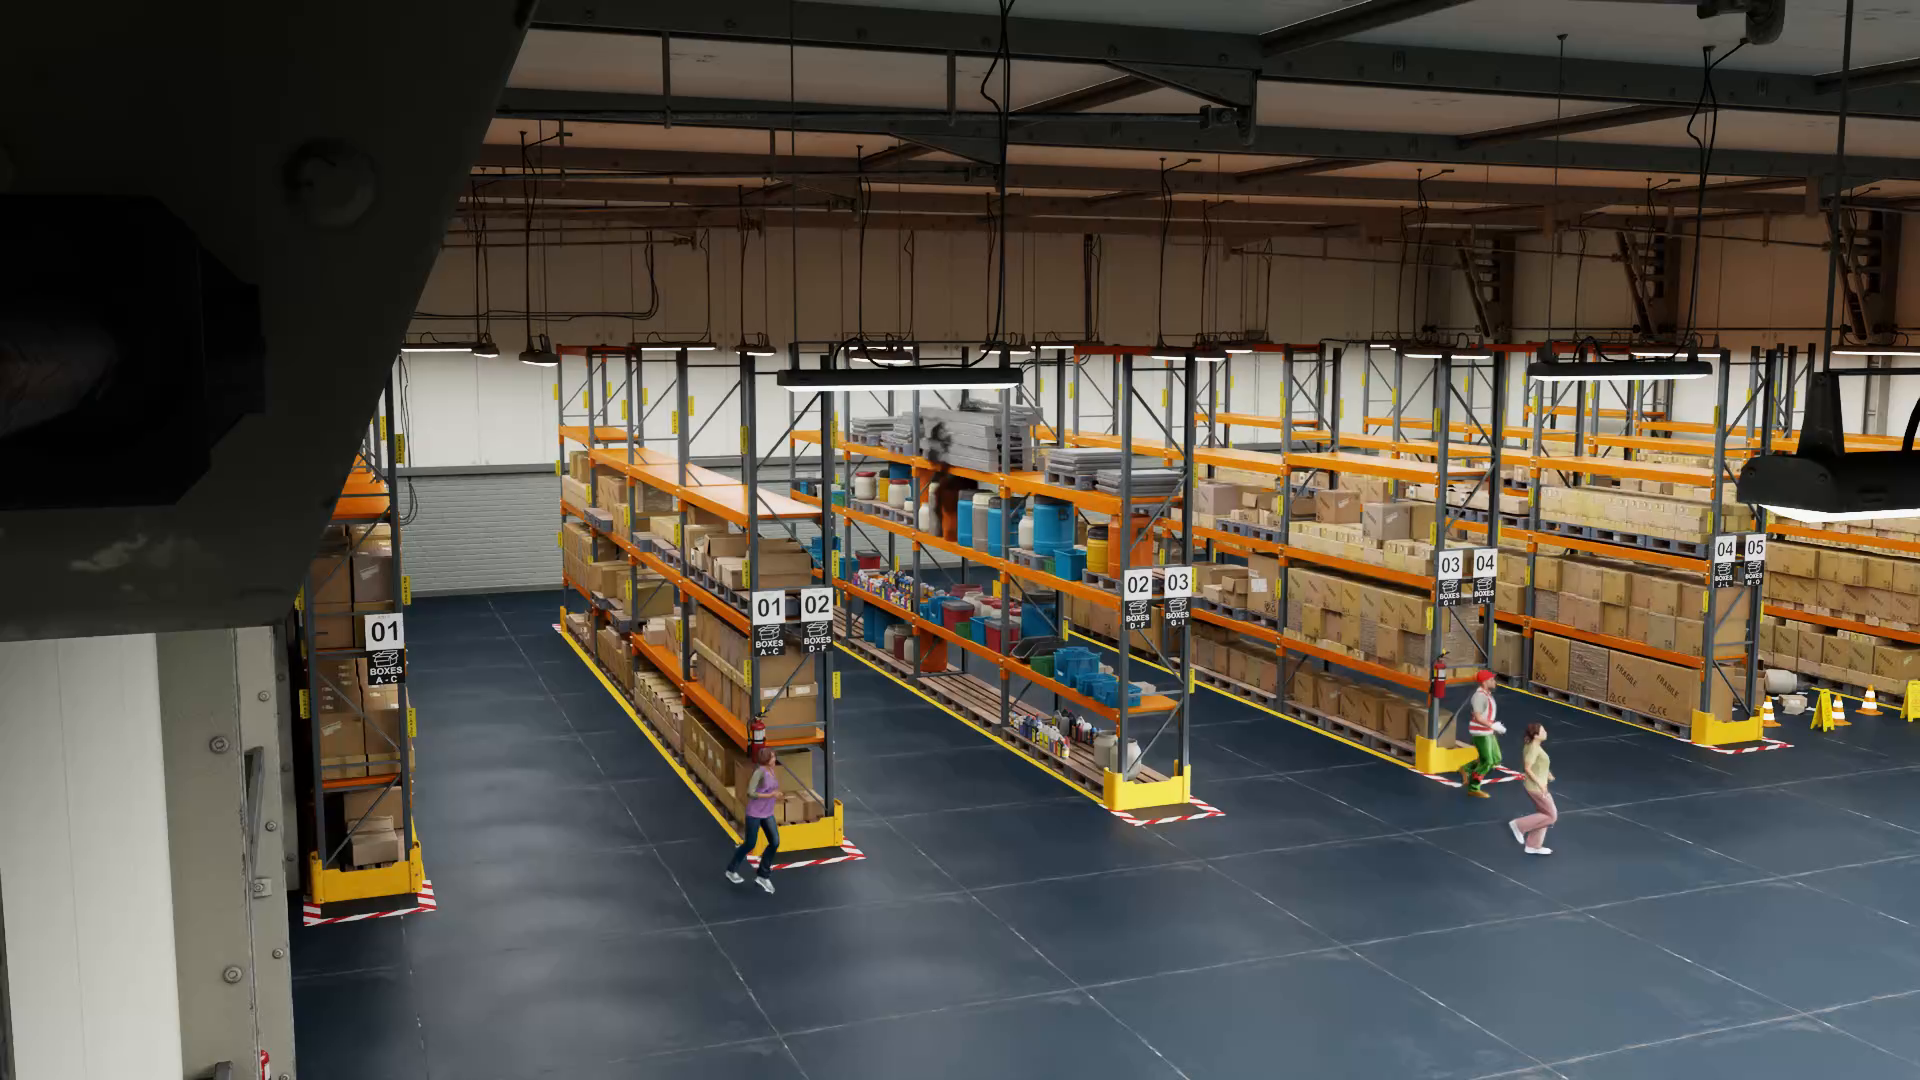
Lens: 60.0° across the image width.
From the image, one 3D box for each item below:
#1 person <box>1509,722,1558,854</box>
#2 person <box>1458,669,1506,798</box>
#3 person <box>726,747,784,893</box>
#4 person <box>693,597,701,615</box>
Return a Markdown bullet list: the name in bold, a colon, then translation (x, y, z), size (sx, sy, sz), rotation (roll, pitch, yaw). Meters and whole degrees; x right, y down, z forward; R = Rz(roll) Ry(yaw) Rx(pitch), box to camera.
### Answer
- **person**: translation (6.931, 2.993, 20.089), size (0.559, 1.619, 0.596), rotation (1, 7, 10)
- **person**: translation (7.107, 2.615, 22.580), size (0.633, 1.745, 0.705), rotation (4, 8, 26)
- **person**: translation (-2.279, 3.155, 18.966), size (0.675, 1.604, 0.561), rotation (4, 8, 29)
- **person**: translation (-5.500, 1.140, 34.410), size (0.641, 1.715, 0.592), rotation (-5, 9, -33)
